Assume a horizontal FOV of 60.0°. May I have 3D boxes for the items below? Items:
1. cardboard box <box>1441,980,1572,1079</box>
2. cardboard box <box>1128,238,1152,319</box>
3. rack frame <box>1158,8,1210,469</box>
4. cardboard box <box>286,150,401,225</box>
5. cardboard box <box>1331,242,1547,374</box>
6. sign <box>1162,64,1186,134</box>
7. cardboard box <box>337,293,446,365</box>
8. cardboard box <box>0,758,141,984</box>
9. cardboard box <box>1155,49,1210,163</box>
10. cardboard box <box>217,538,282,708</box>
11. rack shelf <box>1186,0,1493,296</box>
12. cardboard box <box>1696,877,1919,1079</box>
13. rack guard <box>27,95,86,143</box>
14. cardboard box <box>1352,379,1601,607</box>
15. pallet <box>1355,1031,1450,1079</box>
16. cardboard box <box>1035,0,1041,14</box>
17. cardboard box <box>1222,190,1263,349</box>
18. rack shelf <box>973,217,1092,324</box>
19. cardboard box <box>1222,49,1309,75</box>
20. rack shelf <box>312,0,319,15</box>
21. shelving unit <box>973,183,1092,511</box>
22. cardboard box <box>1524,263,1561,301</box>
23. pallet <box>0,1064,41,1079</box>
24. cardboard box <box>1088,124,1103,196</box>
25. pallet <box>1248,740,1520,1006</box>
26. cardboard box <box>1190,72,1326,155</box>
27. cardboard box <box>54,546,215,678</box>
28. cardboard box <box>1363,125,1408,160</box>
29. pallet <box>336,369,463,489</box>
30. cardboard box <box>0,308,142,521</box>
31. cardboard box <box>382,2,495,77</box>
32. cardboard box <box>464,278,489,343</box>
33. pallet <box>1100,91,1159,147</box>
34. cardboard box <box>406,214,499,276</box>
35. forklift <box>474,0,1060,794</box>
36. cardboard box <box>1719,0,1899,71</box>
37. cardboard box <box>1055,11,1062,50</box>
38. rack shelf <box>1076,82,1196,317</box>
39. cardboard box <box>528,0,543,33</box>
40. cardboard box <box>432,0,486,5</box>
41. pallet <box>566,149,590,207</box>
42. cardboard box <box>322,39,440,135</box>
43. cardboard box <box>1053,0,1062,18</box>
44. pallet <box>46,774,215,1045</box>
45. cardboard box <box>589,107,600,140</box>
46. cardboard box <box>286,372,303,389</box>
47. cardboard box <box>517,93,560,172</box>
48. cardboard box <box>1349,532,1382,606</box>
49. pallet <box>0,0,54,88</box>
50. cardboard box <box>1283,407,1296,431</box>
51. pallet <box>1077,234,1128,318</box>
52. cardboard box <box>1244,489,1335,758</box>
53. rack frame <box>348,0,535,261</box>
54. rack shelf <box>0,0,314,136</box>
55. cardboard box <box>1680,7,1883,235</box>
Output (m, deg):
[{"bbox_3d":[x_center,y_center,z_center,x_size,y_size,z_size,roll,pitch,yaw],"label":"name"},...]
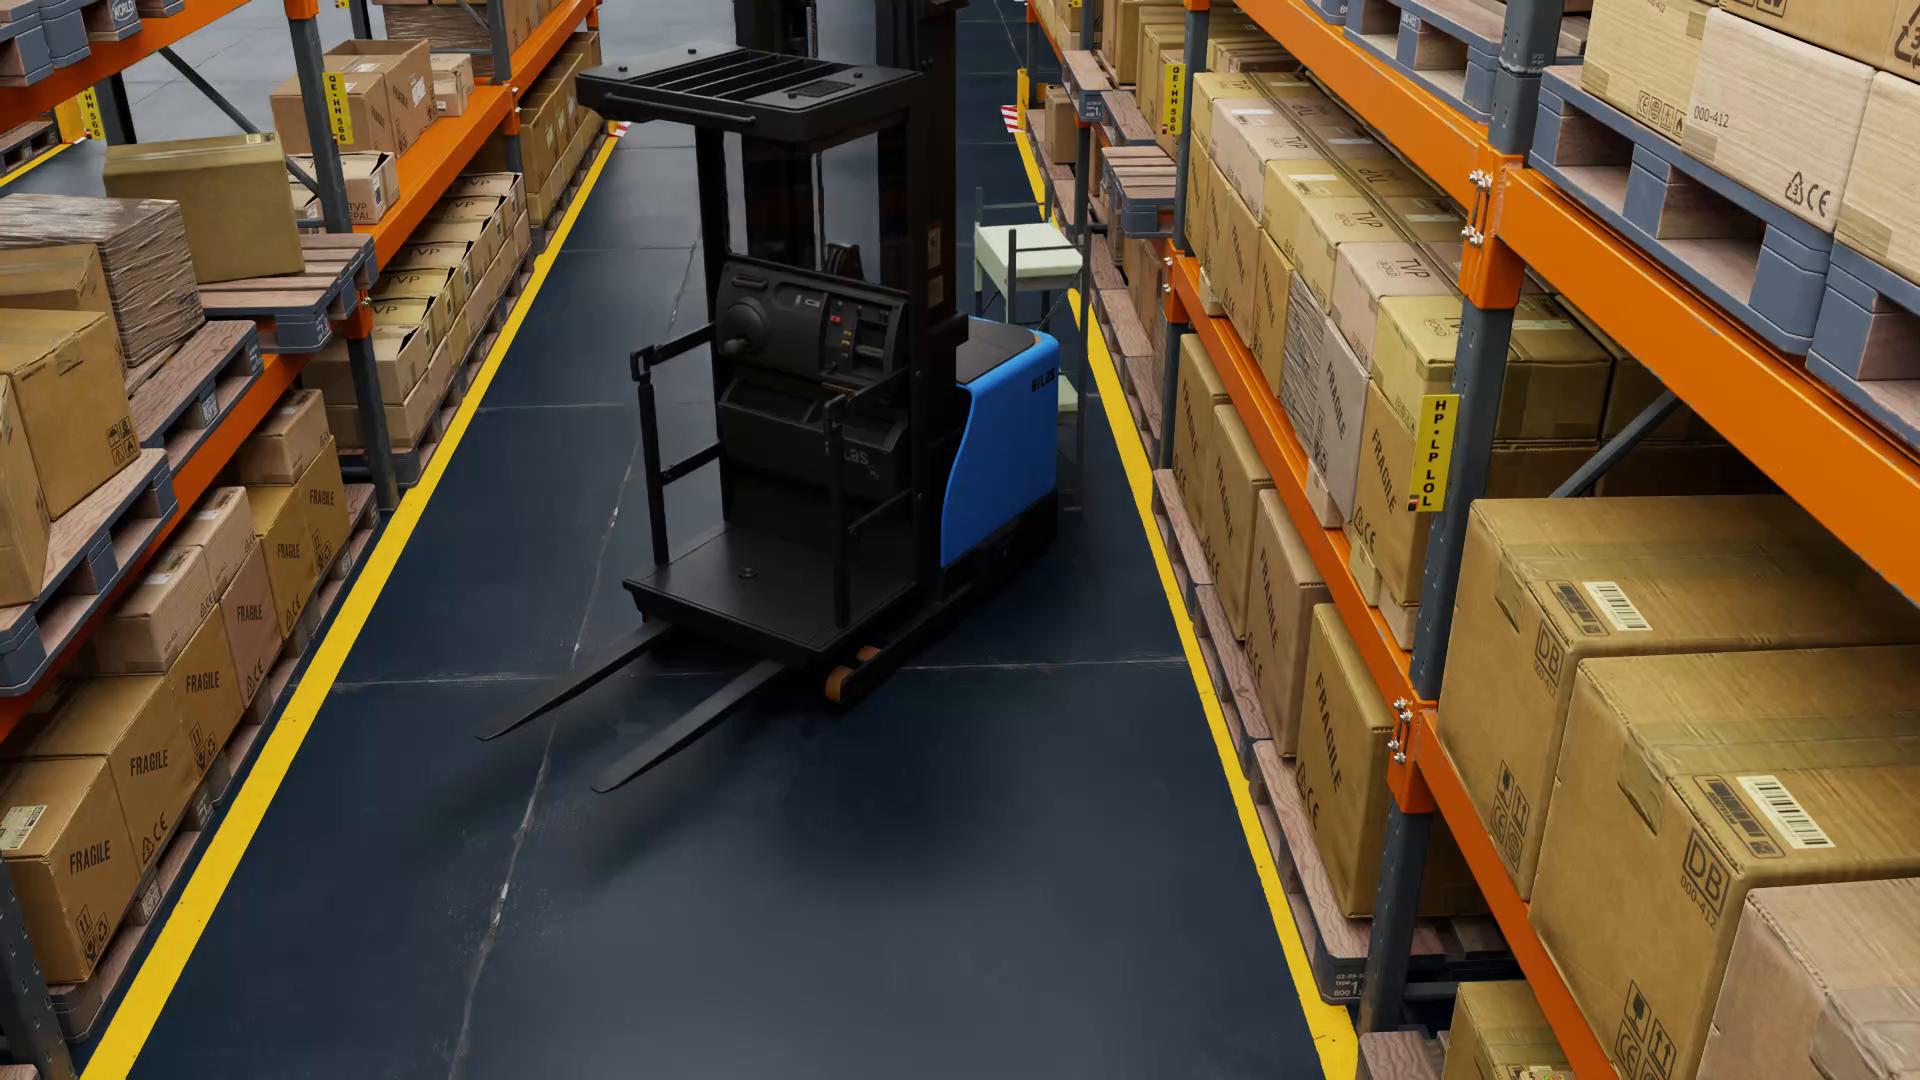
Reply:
[{"bbox_3d":[1.693,1.511,4.359,0.700,0.500,0.500,-1,28,-2],"label":"cardboard box"},{"bbox_3d":[1.457,-1.727,10.545,0.700,0.500,0.500,-1,28,-2],"label":"cardboard box"},{"bbox_3d":[1.548,-1.607,8.087,1.000,3.000,0.127,-1,28,-3],"label":"rack frame"},{"bbox_3d":[-3.252,-1.863,8.676,0.500,0.311,0.500,-2,28,-3],"label":"cardboard box"},{"bbox_3d":[1.460,-0.723,5.130,0.500,0.250,0.500,-1,28,-2],"label":"cardboard box"},{"bbox_3d":[1.006,-2.067,7.804,0.100,0.325,0.005,-1,28,-3],"label":"sign"},{"bbox_3d":[-3.169,-1.192,9.205,0.500,0.311,0.500,-2,28,-4],"label":"cardboard box"},{"bbox_3d":[-2.972,1.046,5.228,0.500,0.500,0.500,-3,28,-5],"label":"cardboard box"},{"bbox_3d":[1.457,-2.320,8.871,0.700,0.500,0.500,-4,28,-7],"label":"cardboard box"},{"bbox_3d":[-3.056,0.335,6.591,0.500,0.500,0.500,-2,28,-5],"label":"cardboard box"},{"bbox_3d":[1.652,-1.694,5.789,1.077,0.370,4.000,-1,28,-3],"label":"rack shelf"},{"bbox_3d":[1.849,1.032,2.704,0.980,0.700,0.700,-3,28,-5],"label":"cardboard box"},{"bbox_3d":[-8.713,-3.920,15.225,1.175,0.500,0.348,-1,28,-3],"label":"rack guard"},{"bbox_3d":[1.481,-0.152,4.846,0.500,0.500,0.500,-2,28,-3],"label":"cardboard box"},{"bbox_3d":[1.718,1.830,4.513,1.003,0.211,1.213,-1,28,-3],"label":"pallet"},{"bbox_3d":[0.900,-4.536,13.843,0.500,0.250,0.500,-2,28,-3],"label":"cardboard box"},{"bbox_3d":[1.360,-1.090,6.645,0.500,0.500,0.500,-2,28,-3],"label":"cardboard box"},{"bbox_3d":[0.350,-1.321,8.317,0.431,0.370,0.720,-6,28,-11],"label":"rack shelf"},{"bbox_3d":[1.500,-2.292,8.116,0.380,0.149,0.250,-5,28,-9],"label":"cardboard box"},{"bbox_3d":[-3.504,-3.420,9.098,1.077,0.370,4.000,-1,28,-3],"label":"rack shelf"},{"bbox_3d":[0.350,-0.975,8.498,0.431,1.500,0.755,-6,28,-11],"label":"shelving unit"},{"bbox_3d":[1.959,-0.737,5.157,0.500,0.250,0.500,-1,28,-2],"label":"cardboard box"},{"bbox_3d":[-3.155,1.916,4.349,1.003,0.211,1.213,-1,28,-3],"label":"pallet"},{"bbox_3d":[1.245,-3.019,13.022,0.500,0.500,0.500,-3,28,-7],"label":"cardboard box"},{"bbox_3d":[1.641,1.122,5.870,1.003,0.211,1.213,-1,28,-3],"label":"pallet"},{"bbox_3d":[1.315,-1.895,7.377,0.500,0.250,0.500,-1,28,-1],"label":"cardboard box"},{"bbox_3d":[-3.024,0.252,5.940,0.500,0.250,0.500,-1,28,-3],"label":"cardboard box"},{"bbox_3d":[1.877,-1.445,6.514,0.500,0.250,0.500,-2,28,-4],"label":"cardboard box"},{"bbox_3d":[-3.403,-0.630,9.230,1.003,0.211,1.213,-1,28,-3],"label":"pallet"},{"bbox_3d":[-3.091,-0.409,5.228,0.700,0.500,0.500,3,28,5],"label":"cardboard box"},{"bbox_3d":[-3.637,-3.582,11.765,0.700,0.500,0.500,-2,28,-4],"label":"cardboard box"},{"bbox_3d":[-3.220,-1.410,10.229,0.500,0.250,0.500,-1,28,-2],"label":"cardboard box"},{"bbox_3d":[1.403,-2.435,9.882,1.003,0.211,1.213,-1,28,-3],"label":"pallet"},{"bbox_3d":[-3.243,-1.897,10.557,0.500,0.311,0.500,-1,28,-3],"label":"cardboard box"},{"bbox_3d":[-0.747,-0.829,6.739,1.129,2.867,3.031,17,32,29],"label":"forklift"},{"bbox_3d":[1.547,-1.013,2.493,0.500,0.500,0.500,-2,28,-4],"label":"cardboard box"},{"bbox_3d":[0.994,-3.838,12.505,0.500,0.250,0.500,-1,28,-2],"label":"cardboard box"},{"bbox_3d":[1.443,-2.211,10.024,1.077,0.370,4.000,-1,28,-3],"label":"rack shelf"},{"bbox_3d":[-3.722,-4.293,13.130,0.700,0.500,0.500,-1,28,-1],"label":"cardboard box"},{"bbox_3d":[-3.429,-3.793,11.470,0.380,0.149,0.250,-1,28,-3],"label":"cardboard box"},{"bbox_3d":[-3.674,-3.029,13.830,1.003,0.211,1.213,-1,28,-3],"label":"pallet"},{"bbox_3d":[-3.557,-2.779,10.226,0.500,0.500,0.500,1,28,1],"label":"cardboard box"},{"bbox_3d":[0.974,-4.170,12.331,0.500,0.500,0.500,-2,28,-3],"label":"cardboard box"},{"bbox_3d":[-3.270,1.224,5.676,1.003,0.211,1.213,-1,28,-3],"label":"pallet"},{"bbox_3d":[-3.456,-3.676,14.573,0.500,0.250,0.500,-1,28,-3],"label":"cardboard box"},{"bbox_3d":[-3.672,-0.937,8.716,0.500,0.311,0.500,-1,28,-1],"label":"cardboard box"},{"bbox_3d":[-3.353,-3.085,12.629,0.500,0.500,0.500,-1,28,-3],"label":"cardboard box"},{"bbox_3d":[1.419,0.078,5.107,0.380,0.149,0.250,-1,28,-2],"label":"cardboard box"},{"bbox_3d":[-3.154,-1.188,4.243,1.213,0.211,1.003,-1,28,-3],"label":"pallet"},{"bbox_3d":[1.431,-0.517,6.247,0.380,0.149,0.250,-1,28,-1],"label":"cardboard box"},{"bbox_3d":[1.381,-1.858,11.584,1.003,0.211,1.213,-1,28,-3],"label":"pallet"},{"bbox_3d":[1.543,0.300,6.301,0.750,0.750,0.750,-1,28,-1],"label":"cardboard box"},{"bbox_3d":[-3.608,-3.333,11.396,1.000,3.000,0.127,-1,28,-3],"label":"rack frame"},{"bbox_3d":[-3.295,-1.573,5.556,1.077,0.370,4.000,-1,28,-3],"label":"rack shelf"},{"bbox_3d":[1.542,-0.692,2.690,0.500,0.250,0.500,-2,28,-4],"label":"cardboard box"}]
